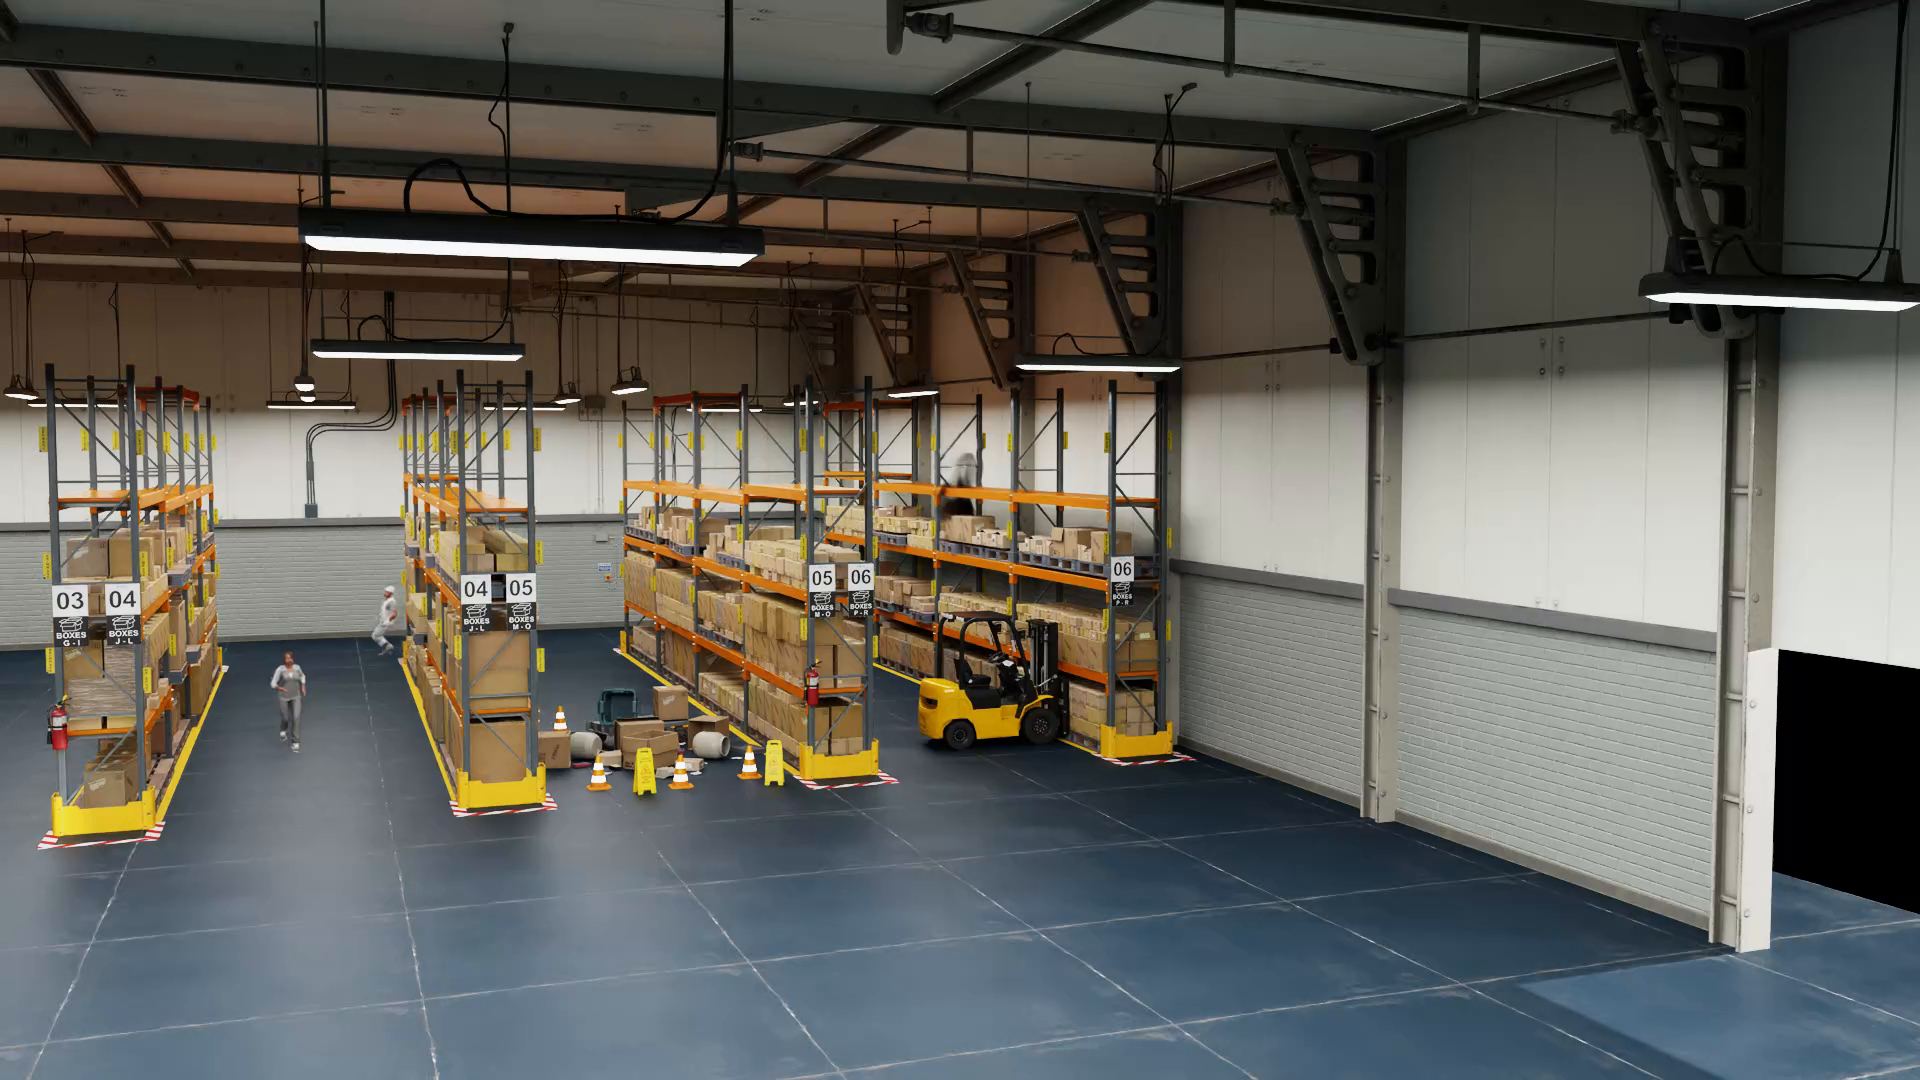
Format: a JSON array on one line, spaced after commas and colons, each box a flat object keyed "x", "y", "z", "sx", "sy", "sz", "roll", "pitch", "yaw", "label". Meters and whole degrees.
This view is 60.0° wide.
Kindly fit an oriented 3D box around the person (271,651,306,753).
[{"x": -10.952, "y": 2.615, "z": 27.149, "sx": 0.561, "sy": 1.608, "sz": 0.856, "roll": -2, "pitch": 4, "yaw": -33, "label": "person"}]

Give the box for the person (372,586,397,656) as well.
[{"x": -13.425, "y": 1.900, "z": 38.806, "sx": 0.588, "sy": 1.680, "sz": 0.741, "roll": -1, "pitch": 3, "yaw": -17, "label": "person"}]
